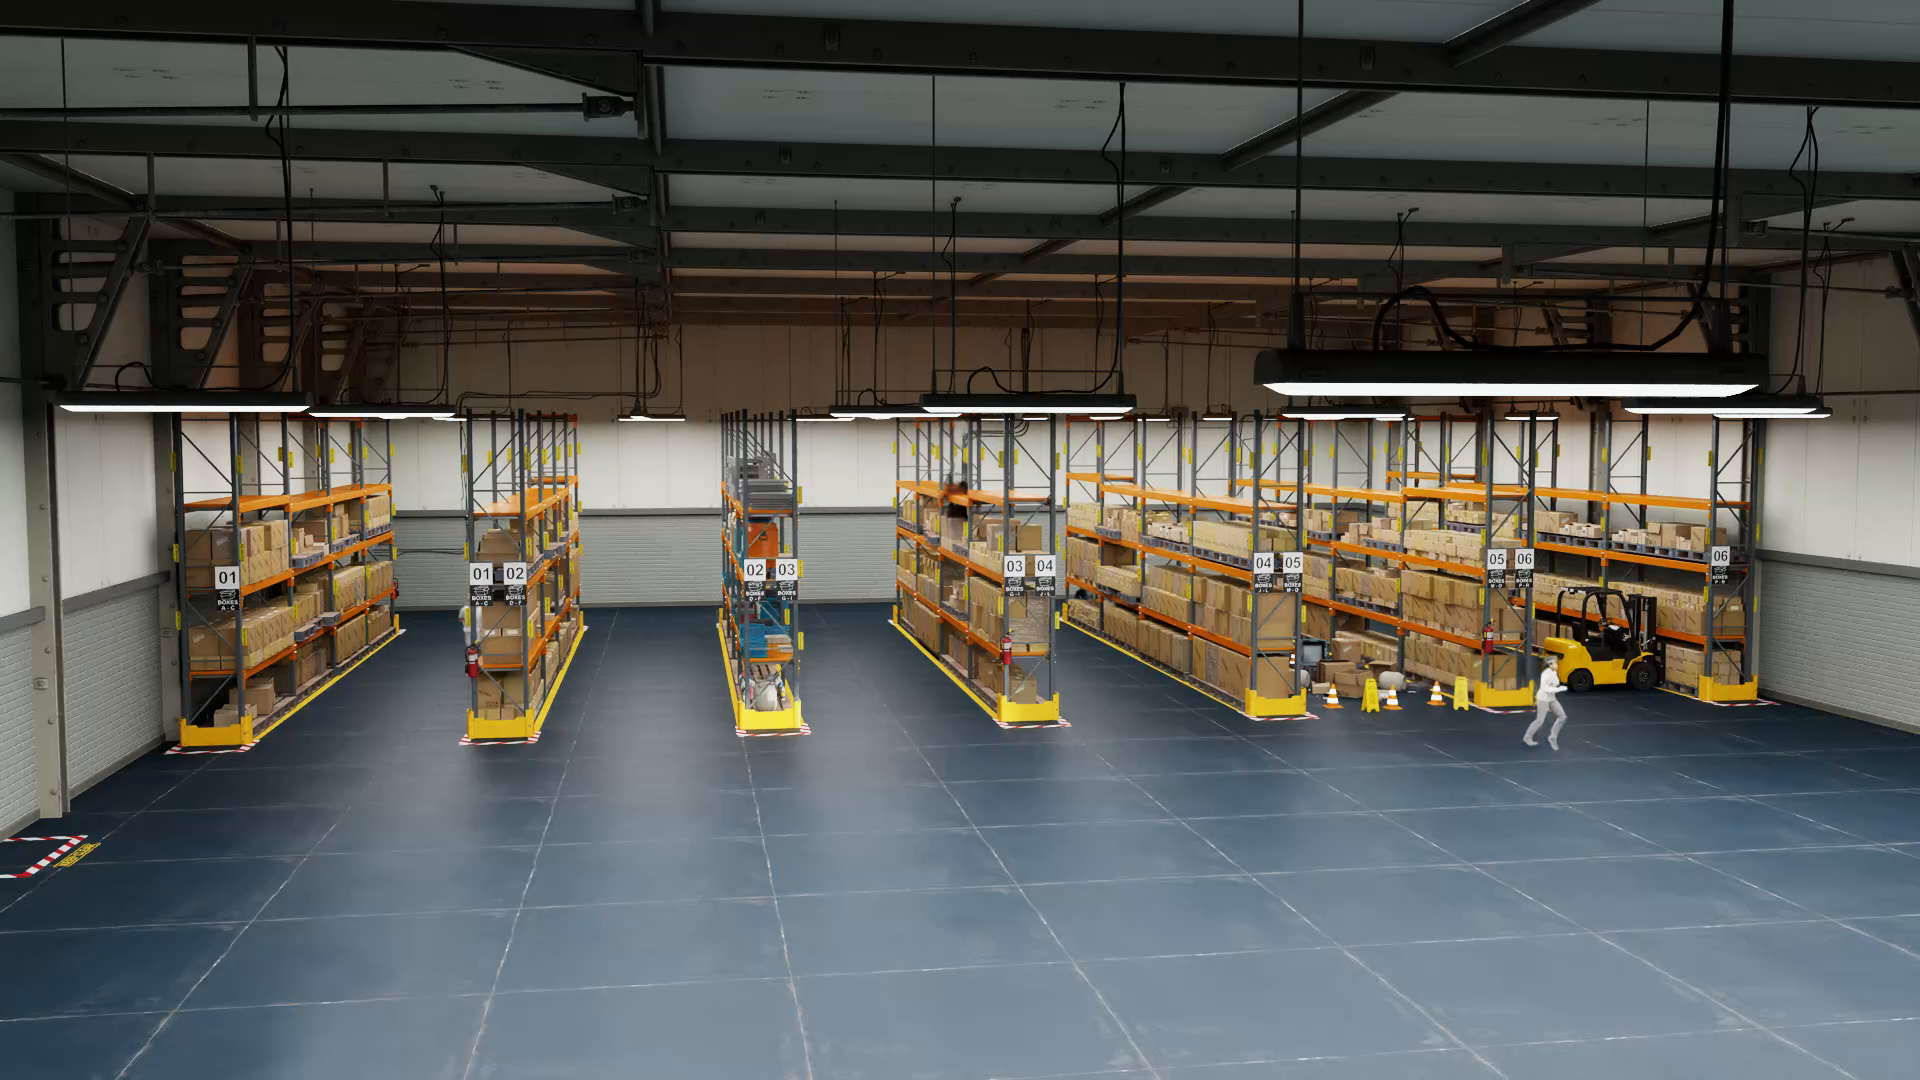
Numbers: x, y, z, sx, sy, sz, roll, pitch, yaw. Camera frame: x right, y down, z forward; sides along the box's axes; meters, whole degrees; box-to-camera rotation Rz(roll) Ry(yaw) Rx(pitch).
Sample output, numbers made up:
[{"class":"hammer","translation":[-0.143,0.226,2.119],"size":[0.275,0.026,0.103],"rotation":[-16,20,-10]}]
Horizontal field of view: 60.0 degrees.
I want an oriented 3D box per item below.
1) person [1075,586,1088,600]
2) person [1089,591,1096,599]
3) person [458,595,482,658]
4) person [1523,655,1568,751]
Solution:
[{"class":"person","translation":[3.635,1.438,49.859],"size":[0.875,1.567,0.552],"rotation":[1,4,18]},{"class":"person","translation":[4.175,1.355,50.374],"size":[0.585,1.729,0.660],"rotation":[-3,5,-38]},{"class":"person","translation":[-11.319,2.145,38.648],"size":[0.662,1.782,0.644],"rotation":[-1,4,-10]},{"class":"person","translation":[10.296,2.845,29.217],"size":[0.803,1.698,0.639],"rotation":[4,5,42]}]
